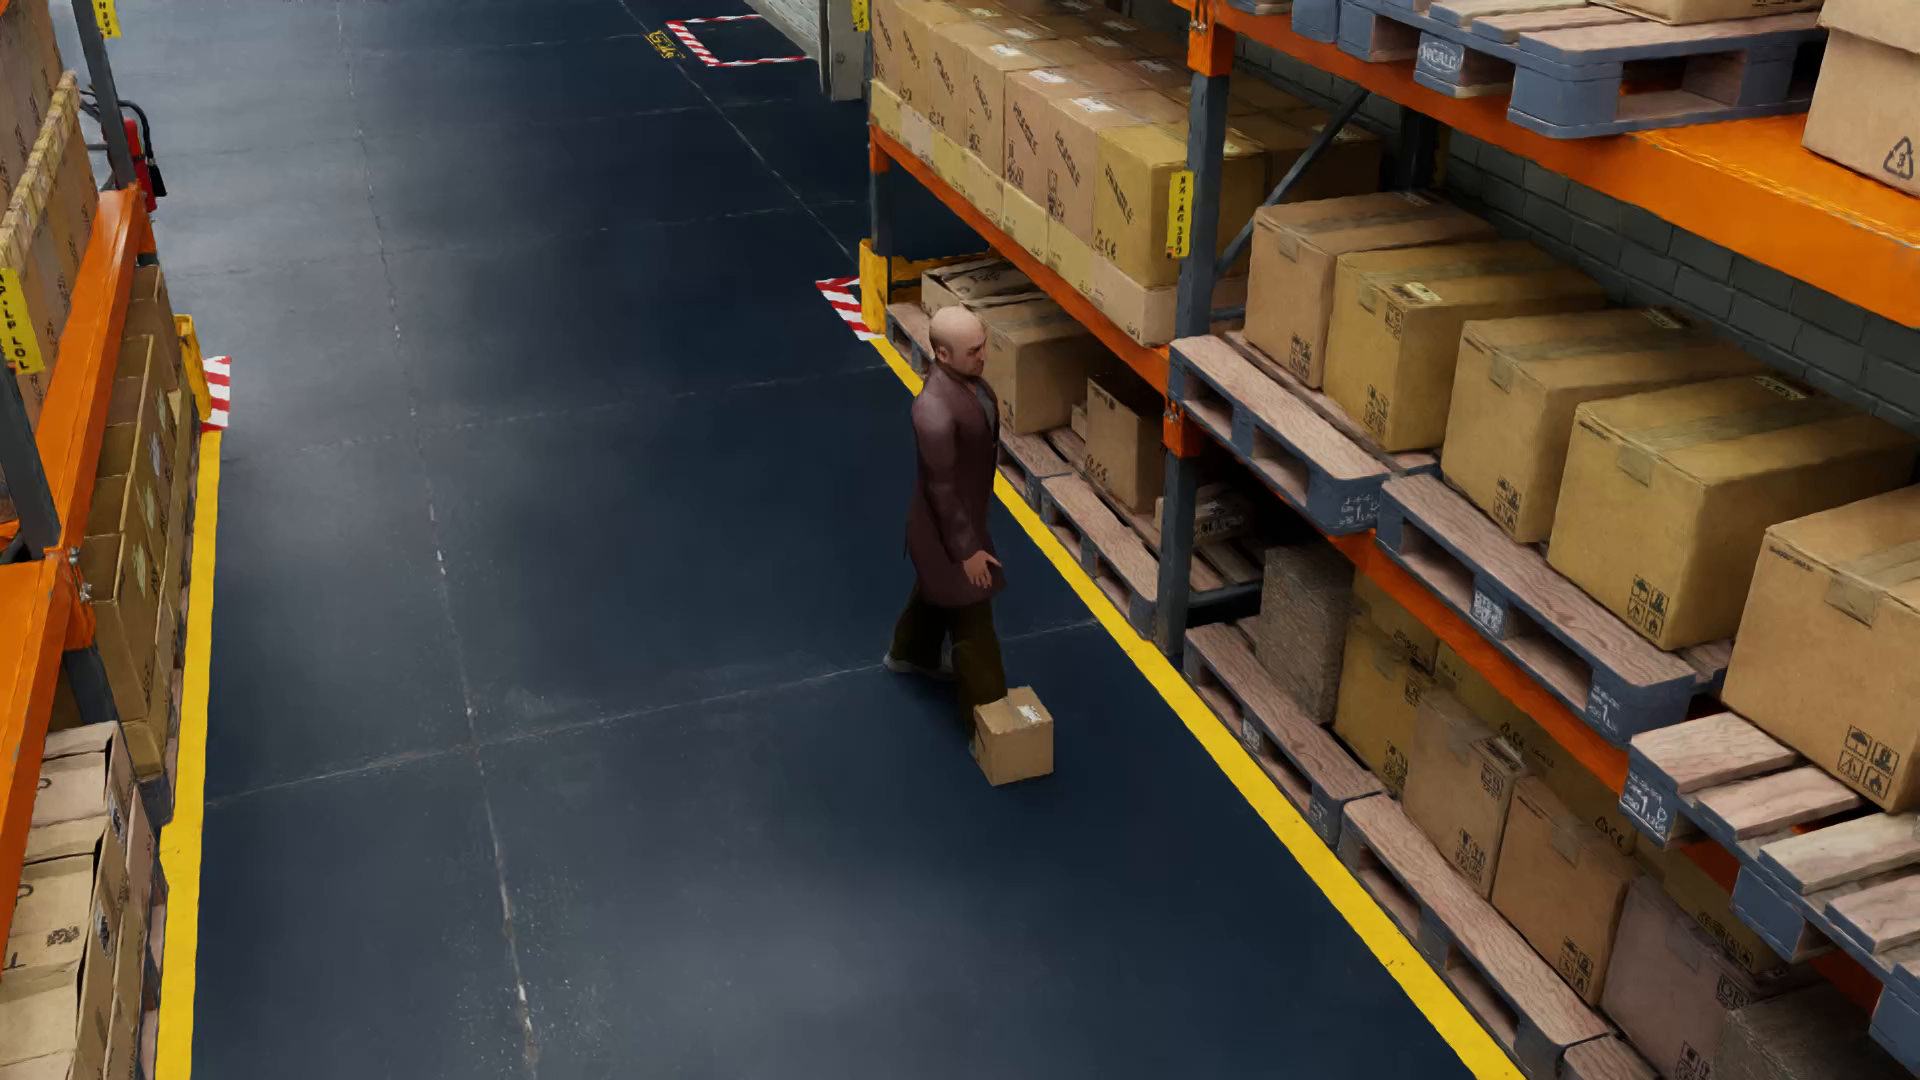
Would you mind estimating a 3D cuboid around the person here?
[{"bbox_3d":[-0.014,-0.074,6.285,0.652,1.784,0.670,3,30,5],"label":"person"}]
